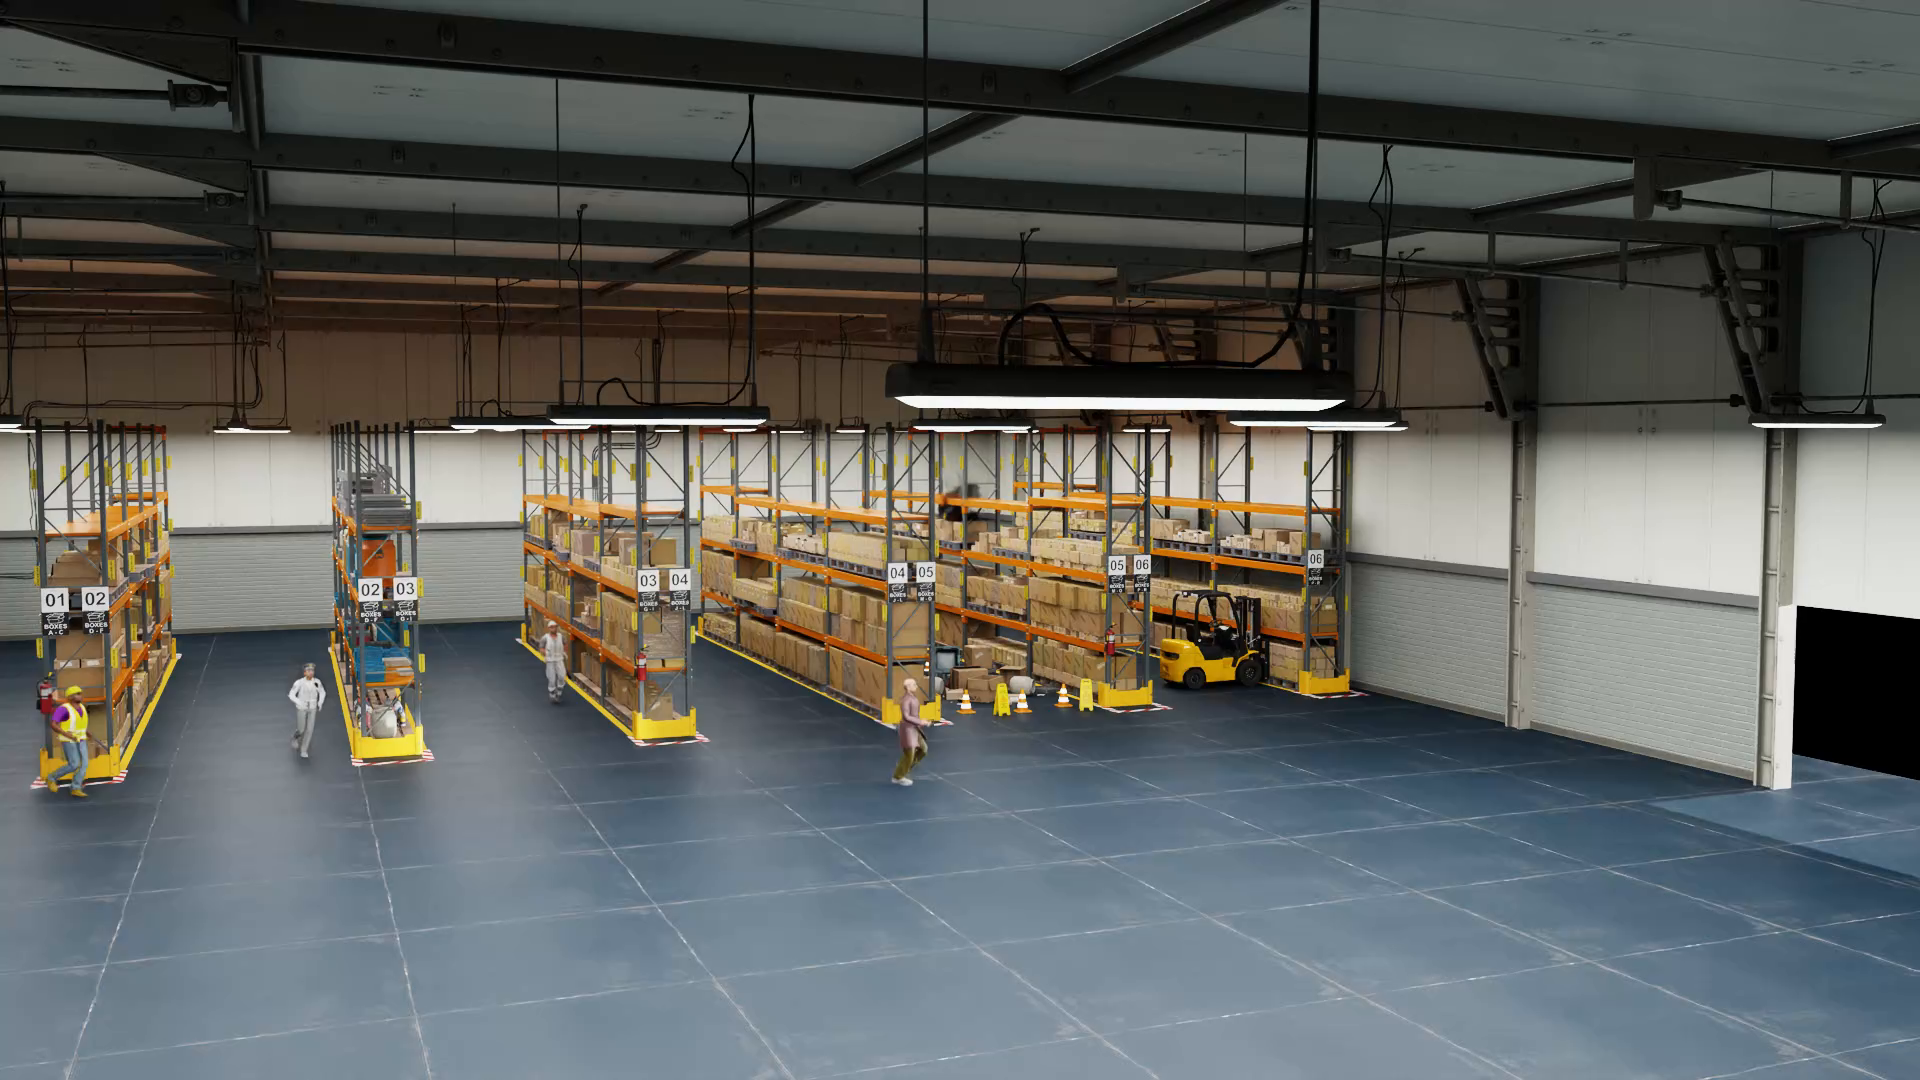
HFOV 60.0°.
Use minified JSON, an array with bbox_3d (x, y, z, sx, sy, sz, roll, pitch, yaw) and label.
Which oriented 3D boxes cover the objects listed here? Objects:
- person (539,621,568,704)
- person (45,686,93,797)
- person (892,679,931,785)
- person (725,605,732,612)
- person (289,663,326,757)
[{"bbox_3d":[-8.652,2.616,35.522,0.628,1.784,0.692,-1,4,-22],"label":"person"},{"bbox_3d":[-14.166,3.209,26.537,0.689,1.752,0.721,1,4,12],"label":"person"},{"bbox_3d":[-0.784,3.142,27.274,0.685,1.756,0.738,1,4,11],"label":"person"},{"bbox_3d":[-6.809,1.878,49.700,0.565,1.586,0.687,1,4,9],"label":"person"},{"bbox_3d":[-11.688,3.022,29.819,0.647,1.655,0.732,-3,4,-36],"label":"person"}]
